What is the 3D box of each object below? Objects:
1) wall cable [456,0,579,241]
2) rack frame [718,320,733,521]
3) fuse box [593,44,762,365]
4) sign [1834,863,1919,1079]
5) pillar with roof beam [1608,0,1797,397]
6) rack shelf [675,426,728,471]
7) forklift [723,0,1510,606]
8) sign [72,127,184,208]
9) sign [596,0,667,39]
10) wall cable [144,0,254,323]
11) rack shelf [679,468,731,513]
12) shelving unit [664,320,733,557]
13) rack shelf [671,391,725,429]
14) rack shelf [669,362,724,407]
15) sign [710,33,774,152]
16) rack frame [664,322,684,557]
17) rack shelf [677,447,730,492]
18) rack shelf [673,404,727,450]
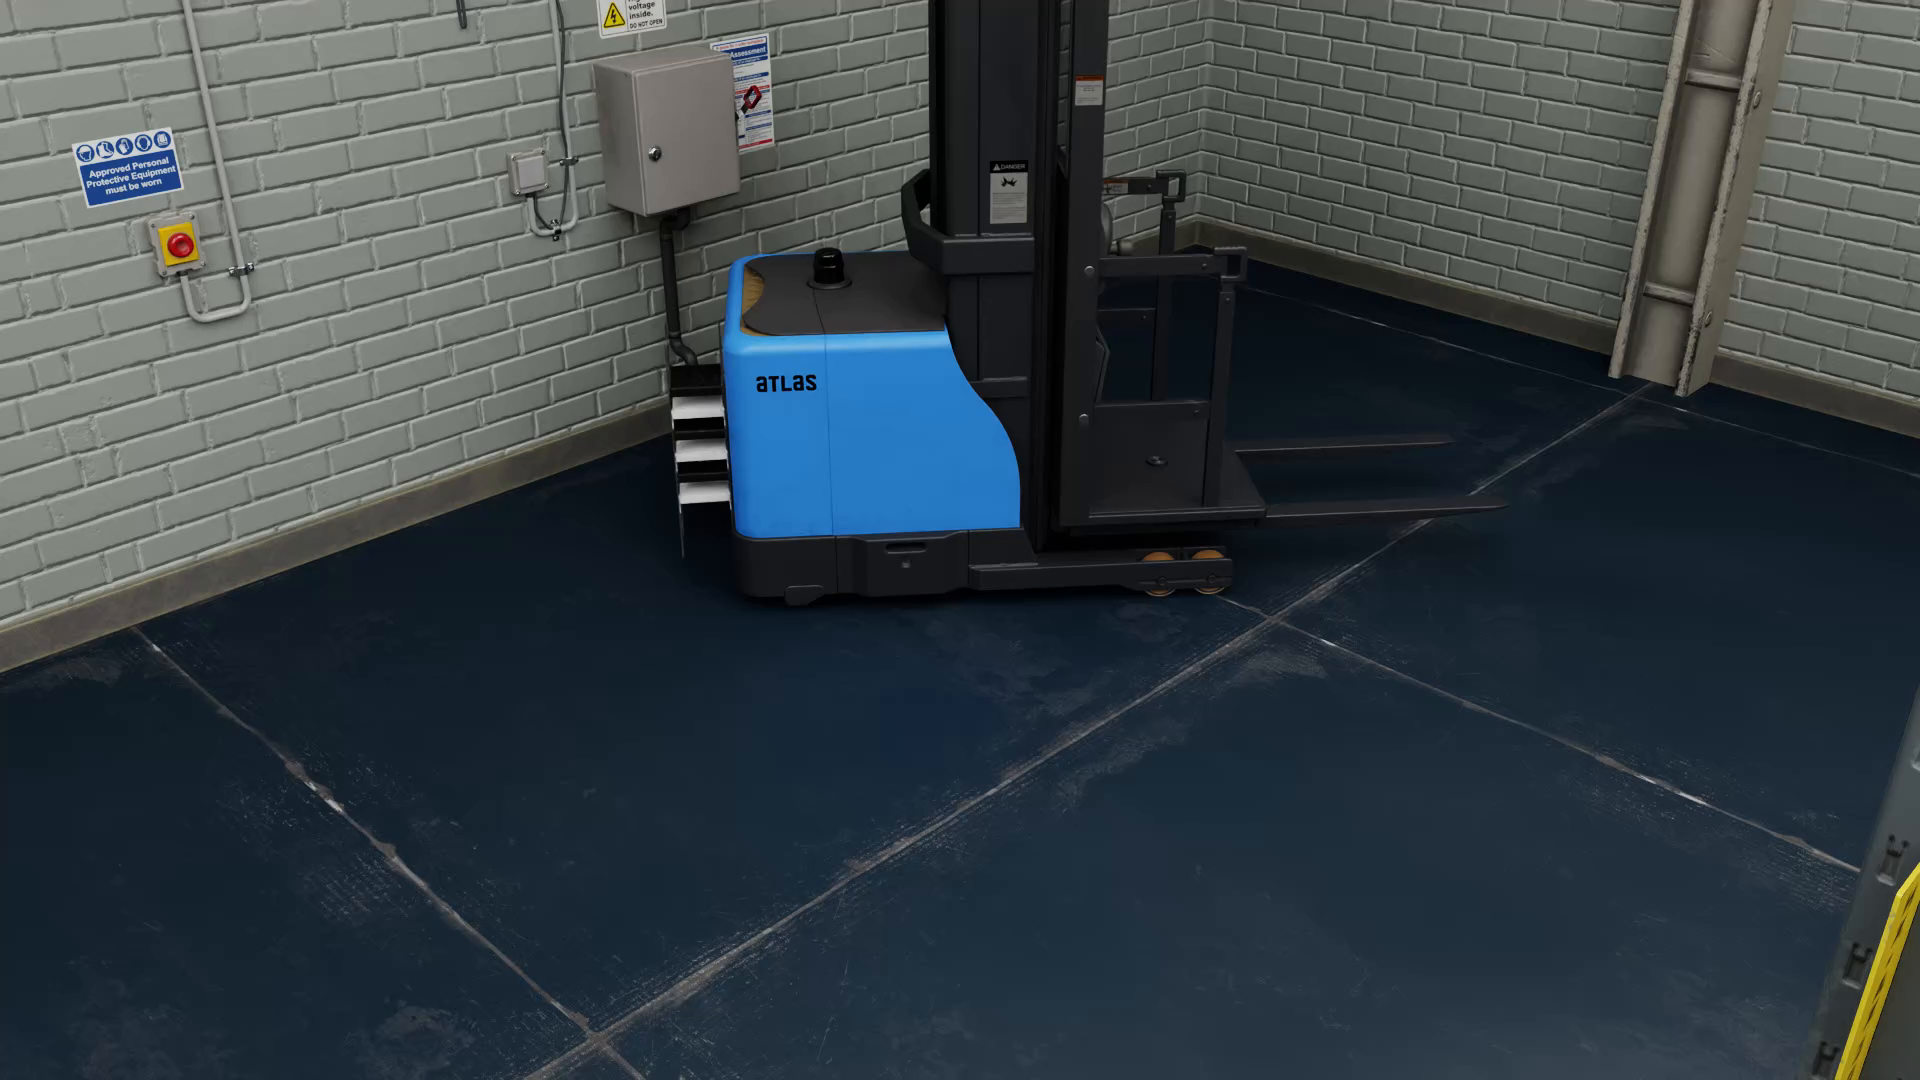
[{"bbox_3d":[-1.754,-2.065,6.362,0.122,1.984,0.588,25,36,38],"label":"wall cable"},{"bbox_3d":[-0.917,-0.399,6.542,0.006,0.900,0.240,-4,28,-7],"label":"rack frame"},{"bbox_3d":[-1.163,-1.220,7.231,0.414,1.711,0.539,25,36,38],"label":"fuse box"},{"bbox_3d":[0.904,0.456,1.645,0.005,0.325,0.100,25,36,38],"label":"sign"},{"bbox_3d":[0.465,-3.362,3.475,0.400,9.000,9.100,25,36,38],"label":"pillar with roof beam"},{"bbox_3d":[-1.017,-0.363,6.544,0.200,0.077,0.258,-4,28,-7],"label":"rack shelf"},{"bbox_3d":[0.624,-1.325,6.120,3.031,2.935,1.130,-3,28,-5],"label":"forklift"},{"bbox_3d":[-2.818,-1.264,5.641,0.001,0.218,0.327,25,36,38],"label":"sign"},{"bbox_3d":[-1.350,-2.205,6.833,0.001,0.242,0.339,25,36,38],"label":"sign"},{"bbox_3d":[-2.740,-1.604,5.452,0.123,1.953,0.585,25,36,38],"label":"wall cable"},{"bbox_3d":[-1.017,-0.203,6.628,0.200,0.077,0.258,-4,28,-7],"label":"rack shelf"},{"bbox_3d":[-1.017,-0.392,6.529,0.210,0.900,0.258,-4,28,-7],"label":"shelving unit"},{"bbox_3d":[-1.017,-0.522,6.460,0.200,0.077,0.258,-4,28,-7],"label":"rack shelf"},{"bbox_3d":[-1.017,-0.602,6.419,0.200,0.077,0.258,-4,28,-7],"label":"rack shelf"},{"bbox_3d":[-0.965,-1.979,7.394,0.001,0.494,0.329,25,36,38],"label":"sign"},{"bbox_3d":[-1.118,-0.385,6.516,0.006,0.900,0.240,-4,28,-7],"label":"rack frame"},{"bbox_3d":[-1.017,-0.283,6.586,0.200,0.077,0.258,-4,28,-7],"label":"rack shelf"},{"bbox_3d":[-1.017,-0.442,6.502,0.200,0.077,0.258,-4,28,-7],"label":"rack shelf"}]
